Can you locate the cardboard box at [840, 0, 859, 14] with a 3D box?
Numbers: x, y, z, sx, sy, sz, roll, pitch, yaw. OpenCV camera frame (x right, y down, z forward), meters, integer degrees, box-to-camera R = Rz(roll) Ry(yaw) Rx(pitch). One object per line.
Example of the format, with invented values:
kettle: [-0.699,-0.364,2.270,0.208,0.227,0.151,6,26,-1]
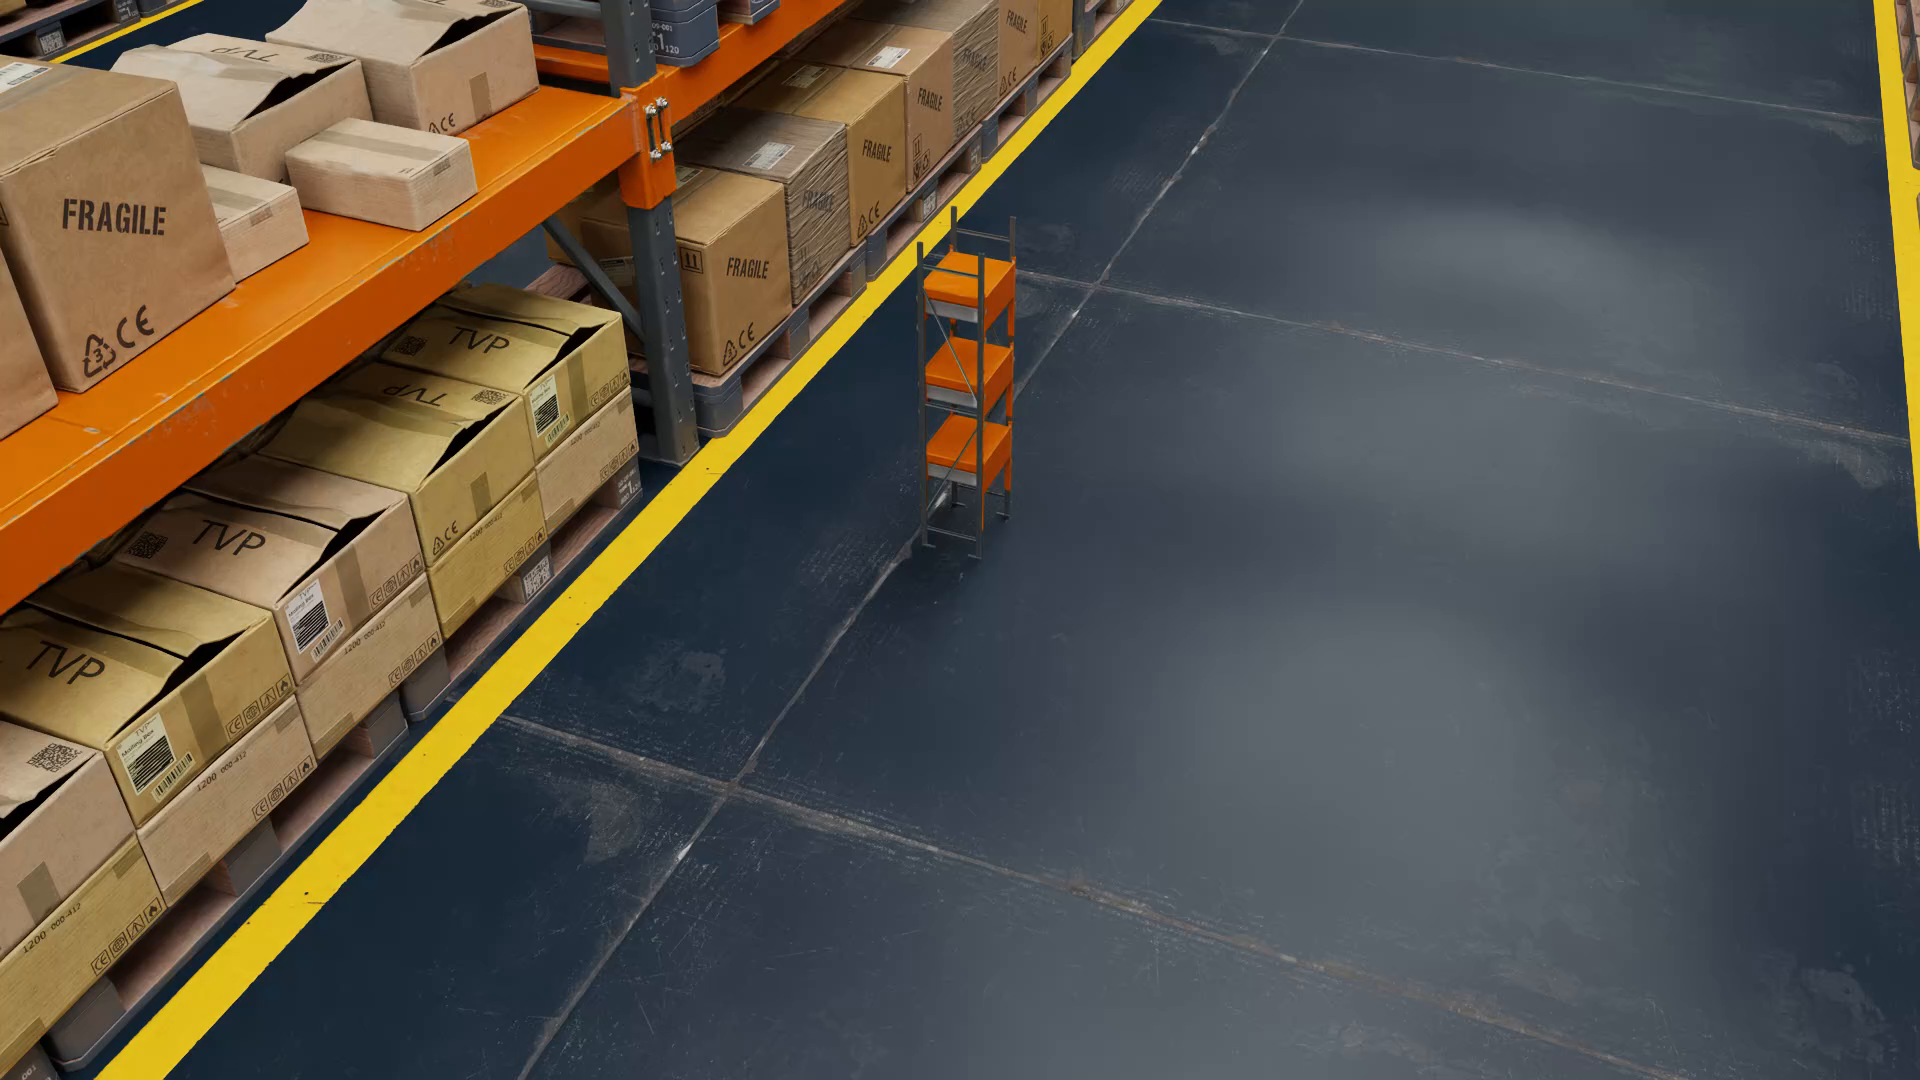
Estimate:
cardboard box: [-0.637,-2.510,7.196,0.500,0.250,0.500,14,39,18]

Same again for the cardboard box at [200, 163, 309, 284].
cardboard box: [-1.802,-0.766,3.979,0.380,0.149,0.250,17,40,21]

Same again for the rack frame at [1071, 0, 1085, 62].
rack frame: [0.153,-3.800,7.829,1.000,3.000,0.127,14,39,18]

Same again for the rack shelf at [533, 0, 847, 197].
rack shelf: [-0.608,-2.405,6.563,1.077,0.370,4.000,14,39,18]

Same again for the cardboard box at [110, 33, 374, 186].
cardboard box: [-1.888,-1.099,4.289,0.500,0.311,0.500,13,39,17]

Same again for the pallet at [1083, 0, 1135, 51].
pallet: [0.416,-3.063,9.172,1.003,0.211,1.213,14,39,18]

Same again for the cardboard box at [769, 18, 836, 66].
cardboard box: [-0.839,-1.910,7.021,0.500,0.500,0.500,12,39,16]

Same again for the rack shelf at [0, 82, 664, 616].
rack shelf: [-2.130,-0.190,3.600,1.077,0.370,4.000,14,39,18]

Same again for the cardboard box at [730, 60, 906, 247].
cardboard box: [-0.542,-1.515,6.492,0.500,0.500,0.500,13,39,17]

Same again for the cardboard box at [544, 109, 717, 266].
cardboard box: [-1.230,-1.332,6.247,0.500,0.500,0.500,15,39,20]

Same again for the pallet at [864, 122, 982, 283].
pallet: [-0.584,-1.546,7.143,1.003,0.211,1.213,14,39,18]

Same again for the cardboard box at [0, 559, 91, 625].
cardboard box: [-2.423,0.205,3.947,0.500,0.311,0.500,13,39,17]

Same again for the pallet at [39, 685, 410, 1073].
pallet: [-2.184,0.651,4.202,1.003,0.211,1.213,14,39,18]

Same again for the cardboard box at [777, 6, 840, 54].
cardboard box: [-0.827,-2.232,6.824,0.500,0.250,0.500,13,39,17]

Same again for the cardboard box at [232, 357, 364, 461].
cardboard box: [-2.032,-0.361,4.705,0.500,0.311,0.500,13,39,17]

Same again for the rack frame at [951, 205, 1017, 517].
rack frame: [0.067,-0.518,5.066,0.200,1.050,0.008,14,39,18]

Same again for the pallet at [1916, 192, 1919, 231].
pallet: [4.401,-1.135,6.592,1.003,0.211,1.213,14,39,18]

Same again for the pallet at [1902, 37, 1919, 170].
pallet: [4.977,-1.969,7.708,1.003,0.211,1.213,14,39,18]

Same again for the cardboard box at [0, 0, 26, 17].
cardboard box: [-5.211,-2.880,8.042,0.750,0.750,0.750,14,39,18]

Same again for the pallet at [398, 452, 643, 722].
pallet: [-1.718,-0.022,5.103,1.003,0.211,1.213,14,39,18]

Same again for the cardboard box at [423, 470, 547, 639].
cardboard box: [-1.536,-0.019,4.716,0.500,0.250,0.500,13,39,17]

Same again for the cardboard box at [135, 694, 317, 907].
cardboard box: [-1.923,0.544,3.963,0.500,0.250,0.500,15,39,19]

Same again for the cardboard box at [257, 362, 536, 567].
cardboard box: [-1.532,-0.242,4.545,0.500,0.311,0.500,13,39,17]

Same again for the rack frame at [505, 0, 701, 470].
rack frame: [-1.369,-1.586,4.866,1.000,3.000,0.127,14,39,18]

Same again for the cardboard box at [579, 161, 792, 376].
cardboard box: [-0.931,-0.947,5.733,0.500,0.500,0.500,15,39,20]

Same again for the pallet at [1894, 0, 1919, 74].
pallet: [5.439,-2.647,8.615,1.003,0.211,1.213,14,39,18]

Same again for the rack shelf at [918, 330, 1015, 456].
rack shelf: [0.020,-0.442,4.982,0.215,0.259,0.240,14,39,18]

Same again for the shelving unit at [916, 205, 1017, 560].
shelving unit: [0.020,-0.450,4.975,0.215,1.050,0.252,14,39,18]

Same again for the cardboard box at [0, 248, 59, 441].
cardboard box: [-2.192,-0.401,3.198,0.500,0.500,0.500,14,39,18]

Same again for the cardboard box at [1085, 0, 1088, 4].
cardboard box: [0.513,-3.083,8.747,0.500,0.311,0.500,14,39,18]

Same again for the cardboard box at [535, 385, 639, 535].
cardboard box: [-1.343,-0.306,5.099,0.500,0.250,0.500,15,39,19]

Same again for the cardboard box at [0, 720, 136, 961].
cardboard box: [-2.112,0.603,3.416,0.500,0.311,0.500,13,39,16]

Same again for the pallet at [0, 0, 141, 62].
pallet: [-5.116,-2.687,8.669,1.003,0.211,1.213,14,39,18]

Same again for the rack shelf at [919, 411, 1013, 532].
rack shelf: [0.020,-0.219,5.148,0.215,0.259,0.240,14,39,18]

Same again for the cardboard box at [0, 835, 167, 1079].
cardboard box: [-2.118,0.825,3.586,0.500,0.250,0.500,13,39,16]

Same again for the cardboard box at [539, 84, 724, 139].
cardboard box: [-1.212,-1.664,6.065,0.500,0.250,0.500,15,39,19]

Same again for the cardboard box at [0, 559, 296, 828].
cardboard box: [-1.919,0.314,3.802,0.500,0.311,0.500,15,39,19]

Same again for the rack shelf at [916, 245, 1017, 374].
rack shelf: [0.020,-0.669,4.812,0.215,0.259,0.240,14,39,18]

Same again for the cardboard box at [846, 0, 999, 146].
cardboard box: [-0.156,-2.087,7.258,0.500,0.500,0.500,14,39,18]

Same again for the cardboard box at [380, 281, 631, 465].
cardboard box: [-1.340,-0.531,4.932,0.500,0.311,0.500,15,39,19]

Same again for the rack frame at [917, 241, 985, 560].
rack frame: [-0.026,-0.383,4.885,0.200,1.050,0.008,14,39,18]

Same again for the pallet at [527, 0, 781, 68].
pallet: [-1.176,-1.900,5.447,1.213,0.211,1.003,14,39,18]

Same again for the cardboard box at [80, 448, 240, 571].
cardboard box: [-2.228,-0.079,4.328,0.500,0.311,0.500,13,39,17]

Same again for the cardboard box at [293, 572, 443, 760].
cardboard box: [-1.730,0.258,4.345,0.500,0.250,0.500,15,39,19]

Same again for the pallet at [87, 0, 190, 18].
pallet: [-4.653,-3.365,9.576,1.003,0.211,1.213,14,39,18]

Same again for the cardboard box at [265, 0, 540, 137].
cardboard box: [-1.547,-1.358,4.636,0.500,0.311,0.500,16,40,21]

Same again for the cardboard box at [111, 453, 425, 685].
cardboard box: [-1.727,0.037,4.172,0.500,0.311,0.500,14,39,17]

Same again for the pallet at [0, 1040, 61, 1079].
pallet: [-2.646,1.329,3.295,1.003,0.211,1.213,14,39,18]

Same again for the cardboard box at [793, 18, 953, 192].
cardboard box: [-0.348,-1.805,6.880,0.500,0.500,0.500,13,39,16]

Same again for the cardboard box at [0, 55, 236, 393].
cardboard box: [-1.992,-0.693,3.588,0.500,0.500,0.500,12,38,15]

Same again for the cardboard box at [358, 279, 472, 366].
cardboard box: [-1.839,-0.654,5.097,0.500,0.311,0.500,15,39,19]

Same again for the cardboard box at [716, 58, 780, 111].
cardboard box: [-1.033,-1.618,6.630,0.500,0.500,0.500,12,39,16]

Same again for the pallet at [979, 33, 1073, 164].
pallet: [-0.121,-2.224,8.050,1.003,0.211,1.213,14,39,18]

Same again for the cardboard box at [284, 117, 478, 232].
cardboard box: [-1.455,-0.924,4.191,0.380,0.149,0.250,14,39,18]

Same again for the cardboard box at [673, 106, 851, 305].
cardboard box: [-0.737,-1.239,6.122,0.500,0.500,0.500,12,39,16]

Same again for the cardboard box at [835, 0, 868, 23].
cardboard box: [-0.646,-2.190,7.395,0.500,0.500,0.500,14,39,18]

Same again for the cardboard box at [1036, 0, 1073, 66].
cardboard box: [0.231,-2.637,7.993,0.500,0.500,0.500,14,39,17]

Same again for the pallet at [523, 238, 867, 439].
pallet: [-1.050,-0.873,6.242,1.003,0.211,1.213,14,39,18]

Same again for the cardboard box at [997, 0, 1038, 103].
cardboard box: [0.035,-2.365,7.629,0.500,0.500,0.500,14,39,18]
